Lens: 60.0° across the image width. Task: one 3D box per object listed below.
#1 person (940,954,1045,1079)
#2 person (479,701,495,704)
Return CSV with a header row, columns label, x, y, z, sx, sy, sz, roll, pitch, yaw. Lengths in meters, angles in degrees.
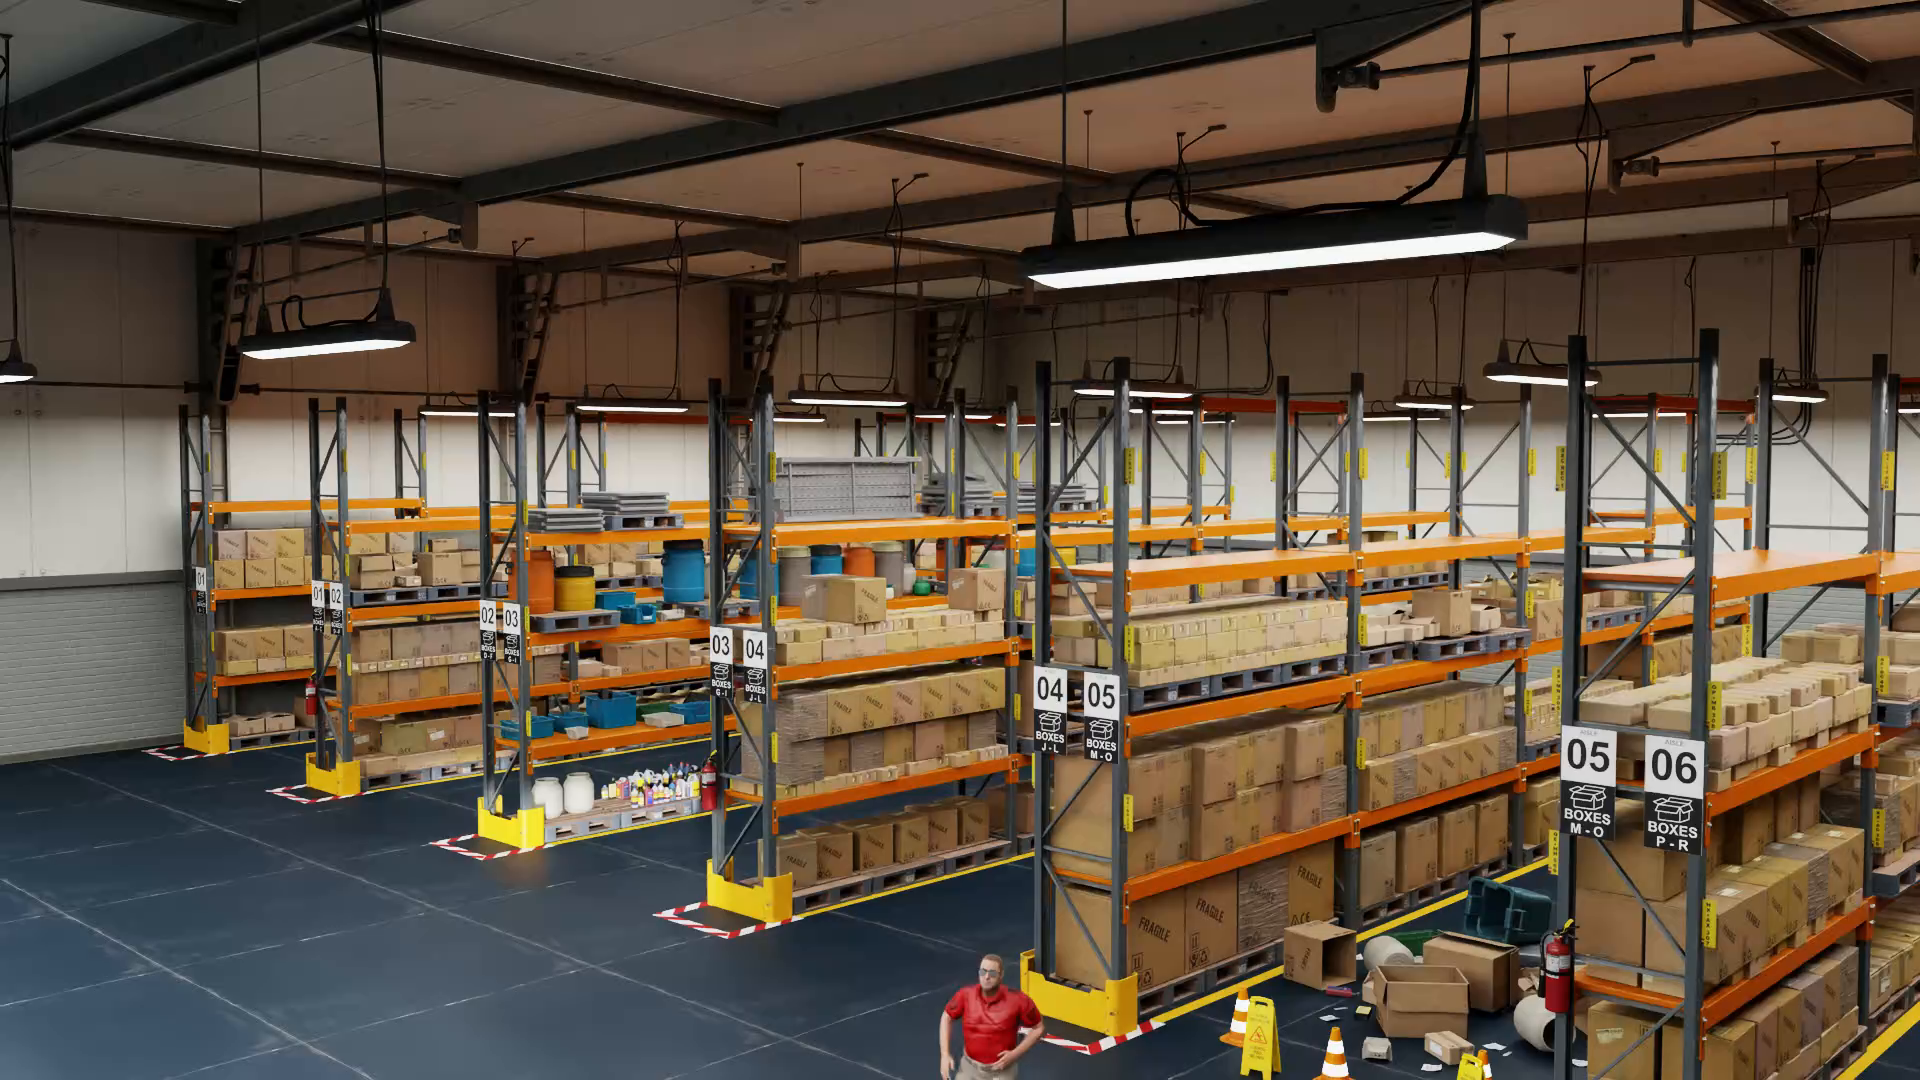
label,x,y,z,sx,sy,sz,roll,pitch,yaw
person,0.168,3.739,11.661,0.864,1.732,0.649,1,3,11
person,-8.339,2.731,29.526,0.658,1.779,1.126,2,4,36
